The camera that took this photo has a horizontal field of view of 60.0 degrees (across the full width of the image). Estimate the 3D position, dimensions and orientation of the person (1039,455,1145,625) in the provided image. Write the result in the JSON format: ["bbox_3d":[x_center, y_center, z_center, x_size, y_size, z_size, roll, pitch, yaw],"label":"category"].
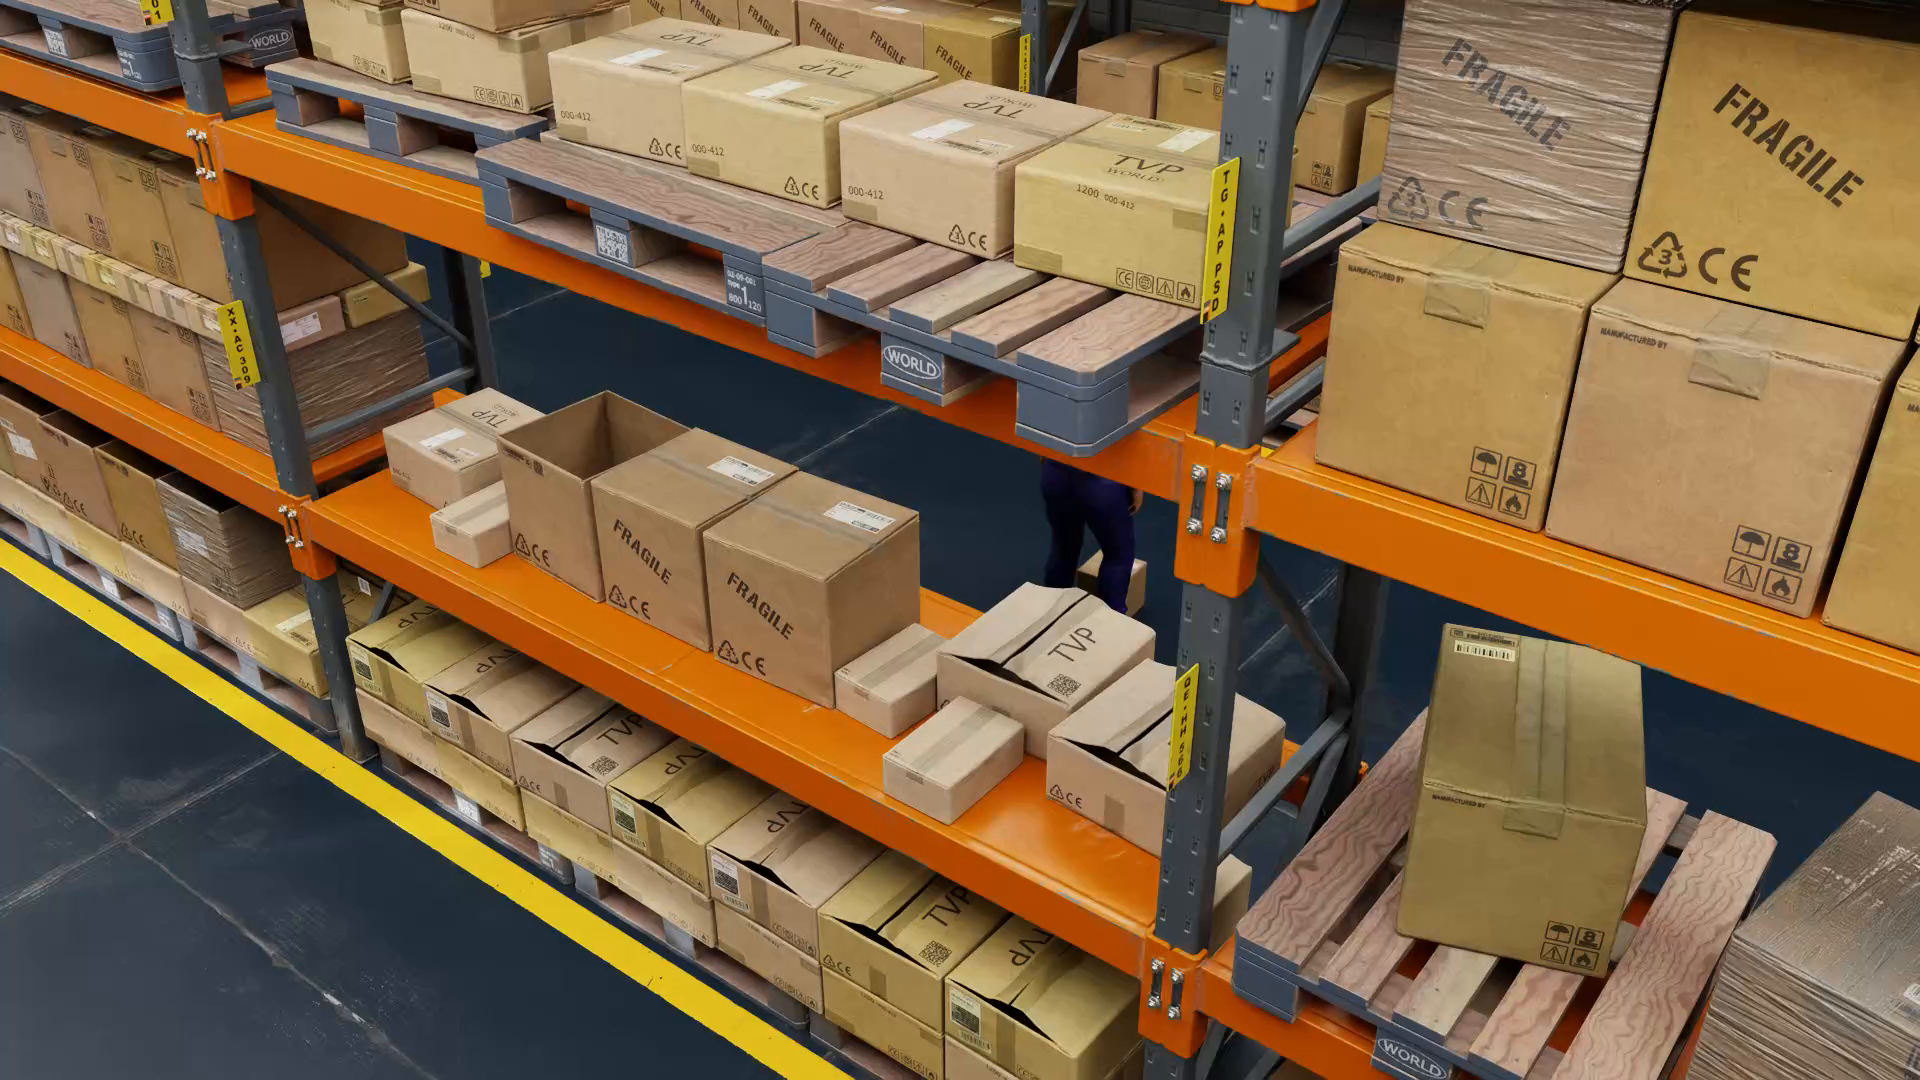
[{"bbox_3d":[0.598,-0.266,7.584,0.550,1.650,0.369,20,36,29],"label":"person"}]
